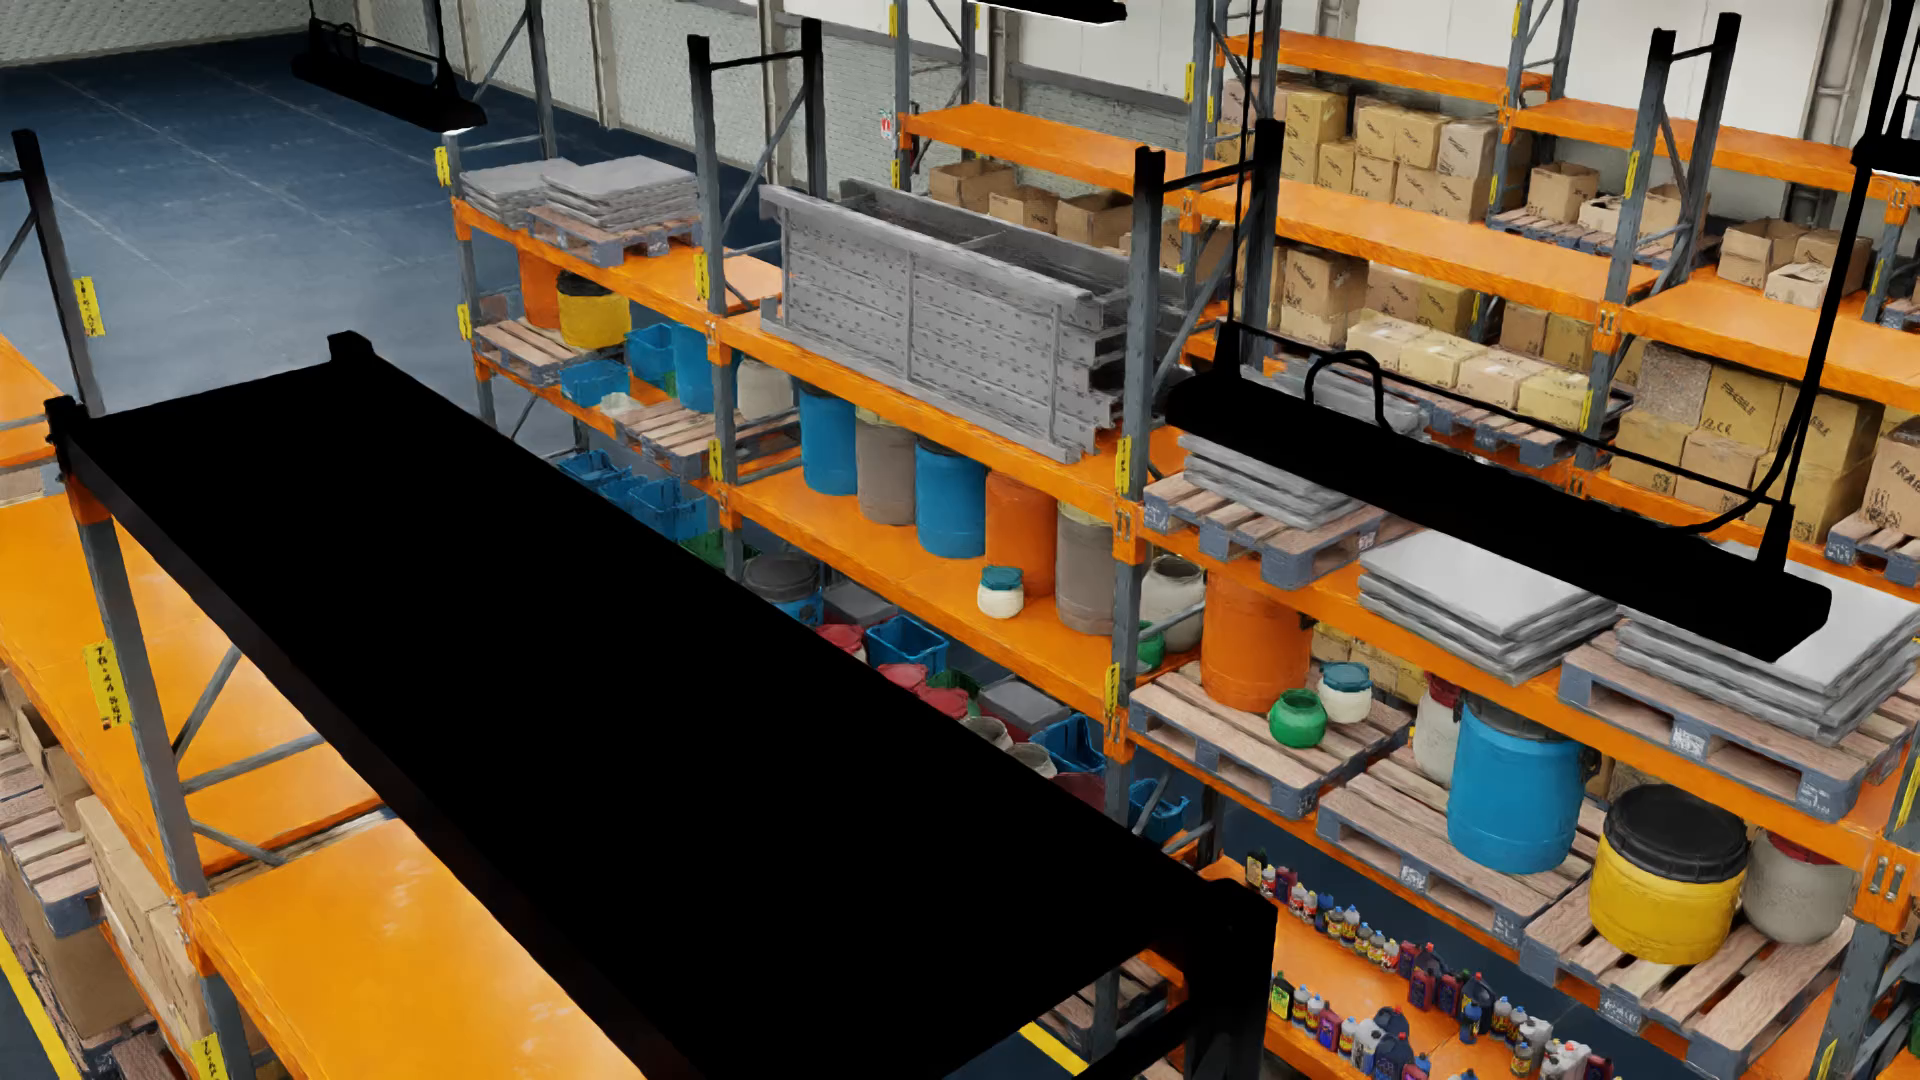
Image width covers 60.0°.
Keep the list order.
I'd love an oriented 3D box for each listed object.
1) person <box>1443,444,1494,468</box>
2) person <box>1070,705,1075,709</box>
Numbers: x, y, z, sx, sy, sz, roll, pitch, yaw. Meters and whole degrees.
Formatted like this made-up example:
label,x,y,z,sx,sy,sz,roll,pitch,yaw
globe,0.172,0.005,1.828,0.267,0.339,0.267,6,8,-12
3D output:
label,x,y,z,sx,sy,sz,roll,pitch,yaw
person,5.423,-0.838,17.417,0.814,1.598,0.638,16,31,28
person,0.796,0.536,14.618,0.569,1.708,1.042,-16,31,-29
